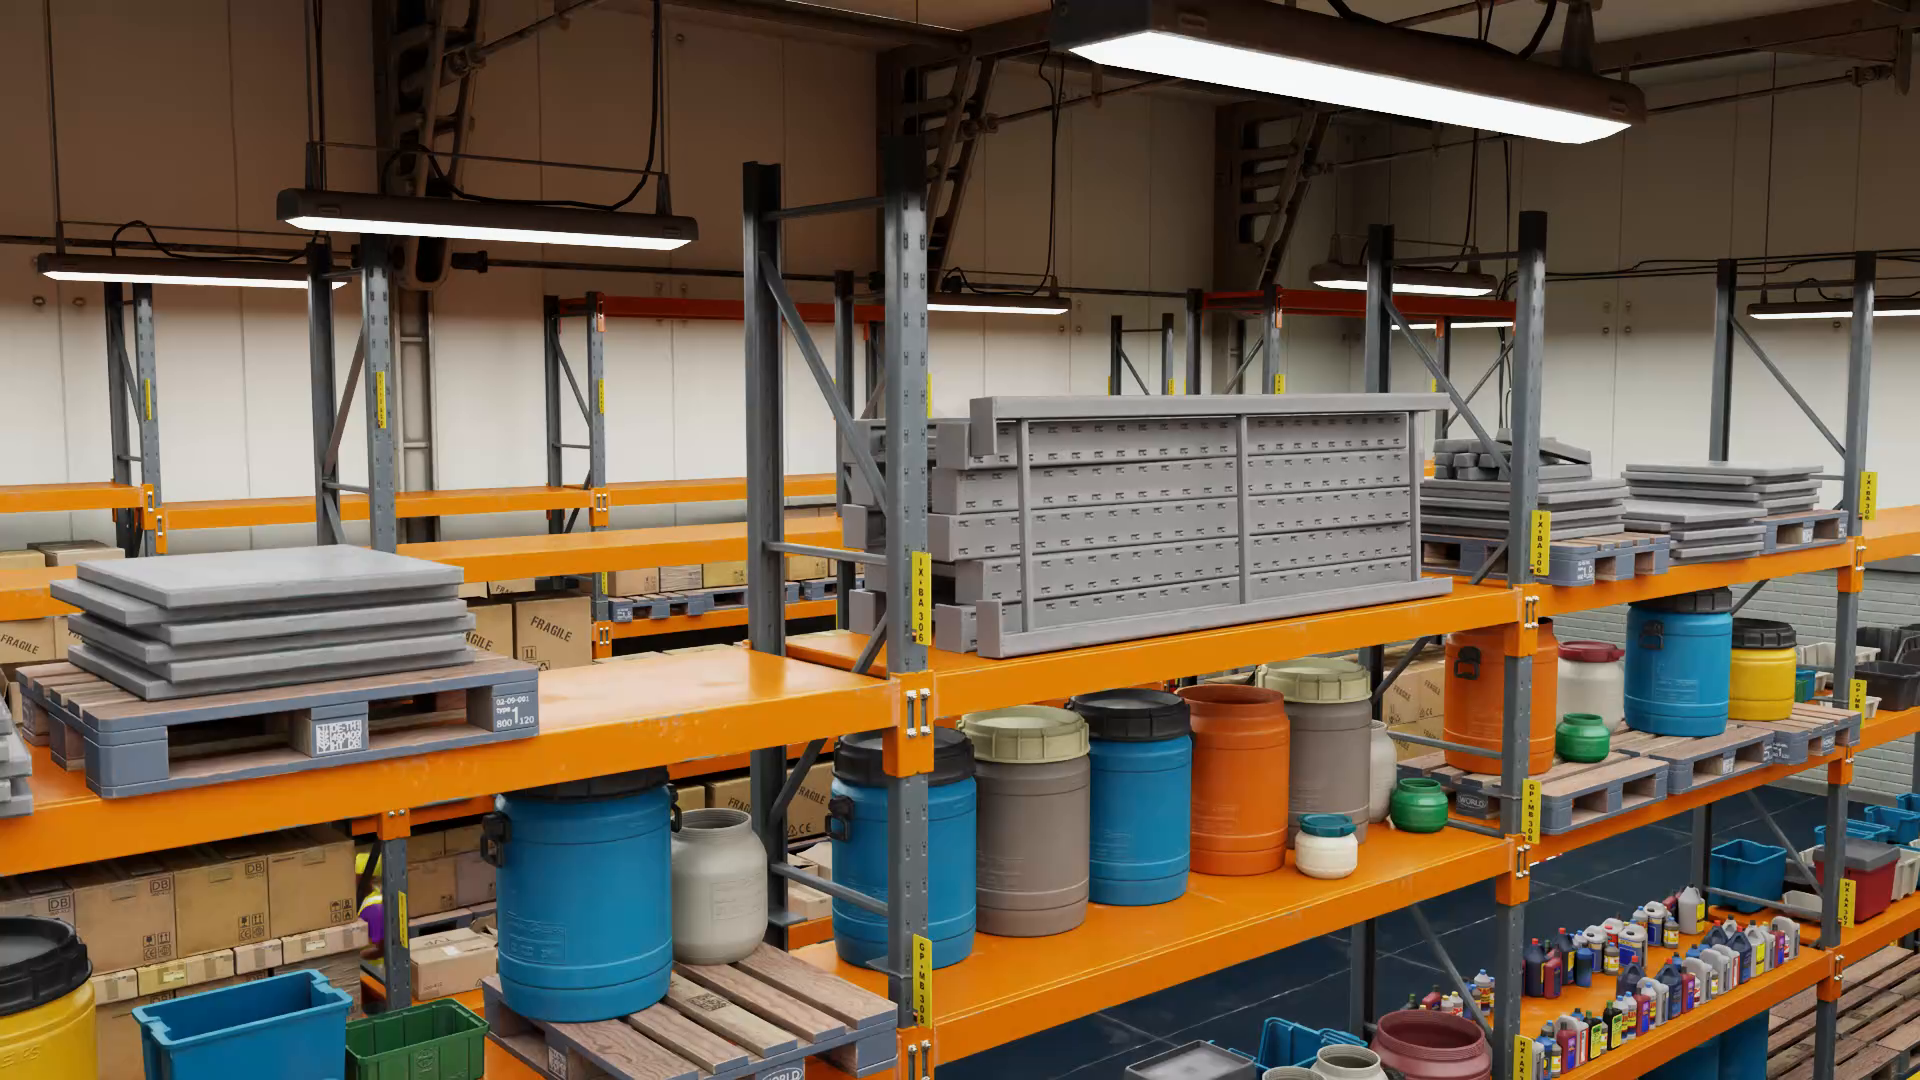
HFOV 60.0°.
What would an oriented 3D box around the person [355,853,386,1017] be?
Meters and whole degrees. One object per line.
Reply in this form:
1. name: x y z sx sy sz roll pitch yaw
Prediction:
1. person: -4.269 3.155 11.970 0.670 1.835 0.695 -5 7 -39
